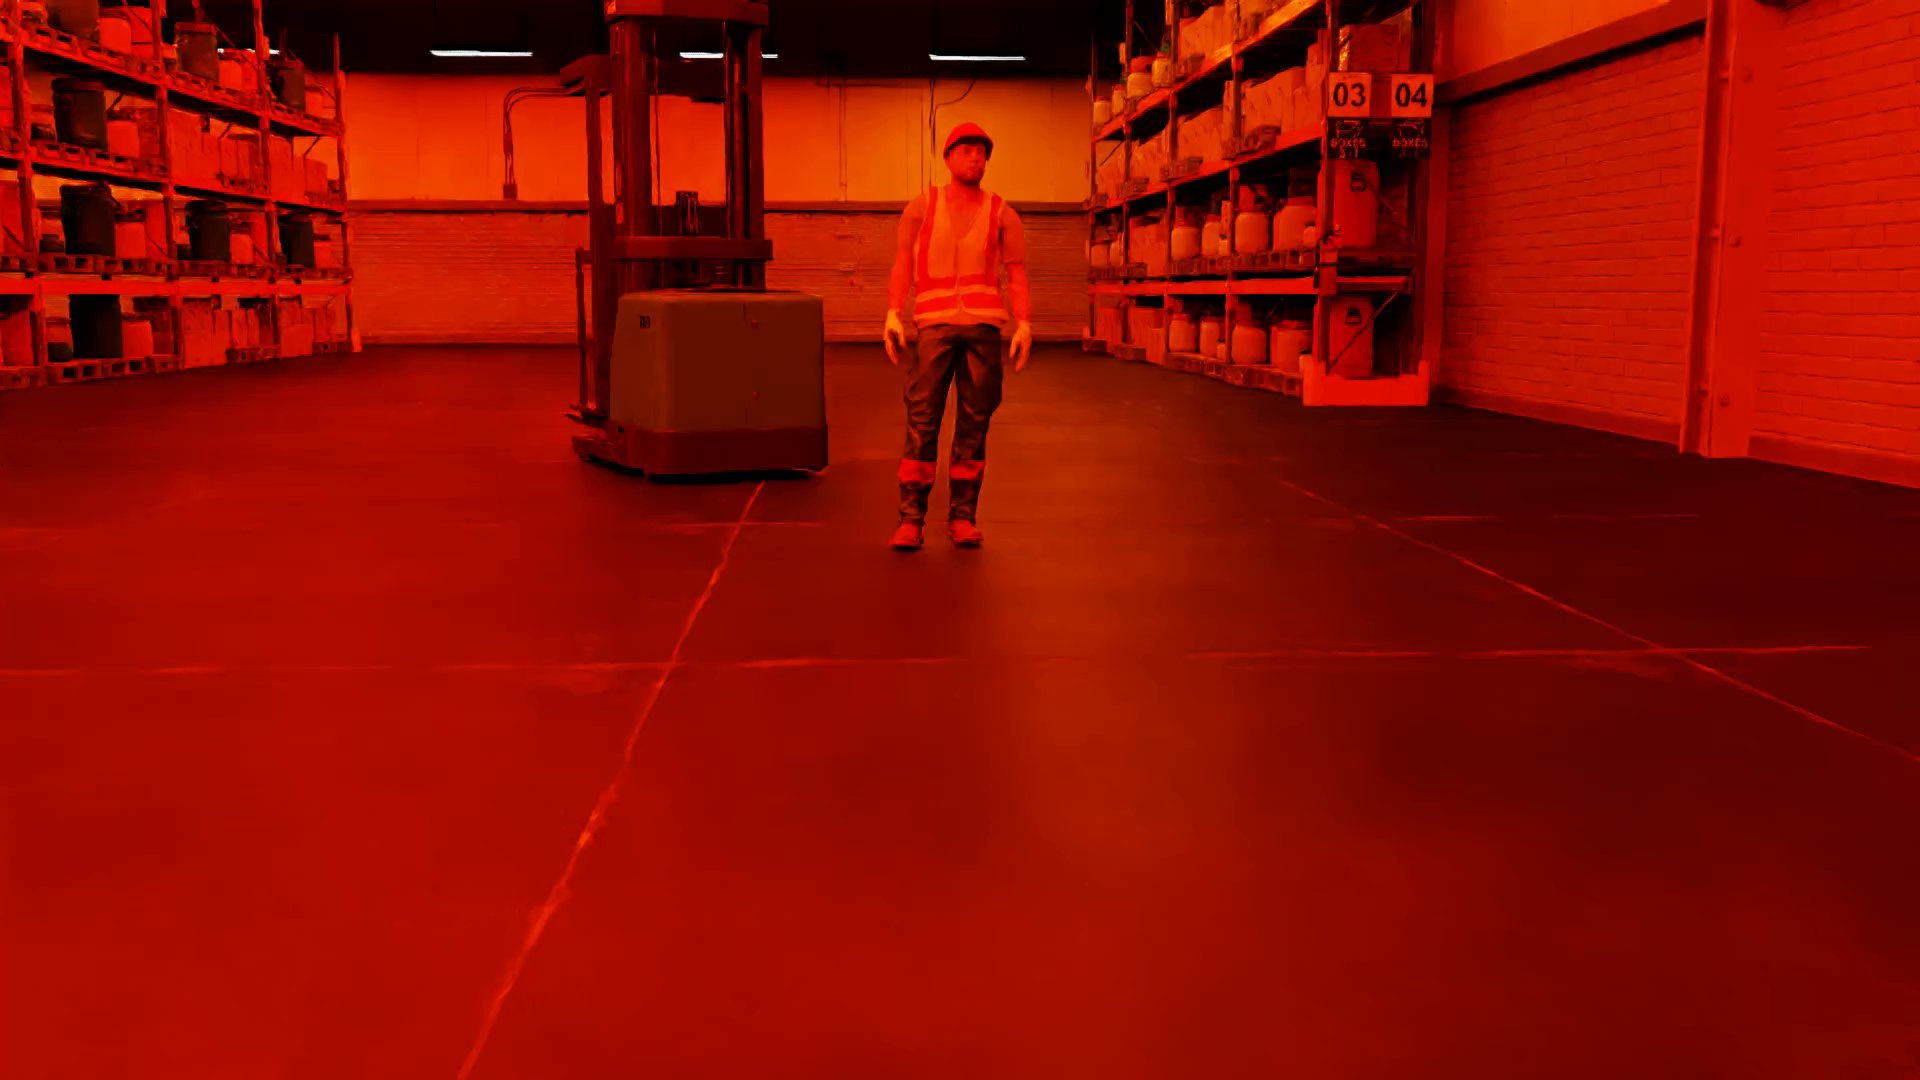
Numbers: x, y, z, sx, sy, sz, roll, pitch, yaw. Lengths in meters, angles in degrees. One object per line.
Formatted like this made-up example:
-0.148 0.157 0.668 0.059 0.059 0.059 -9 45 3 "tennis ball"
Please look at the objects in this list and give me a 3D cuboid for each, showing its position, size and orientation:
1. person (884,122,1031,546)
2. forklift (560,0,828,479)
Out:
-0.006 -0.880 7.097 0.637 1.787 0.563 -1 8 -4 "person"
-1.884 -1.976 10.638 1.130 2.935 3.031 -4 9 -26 "forklift"
